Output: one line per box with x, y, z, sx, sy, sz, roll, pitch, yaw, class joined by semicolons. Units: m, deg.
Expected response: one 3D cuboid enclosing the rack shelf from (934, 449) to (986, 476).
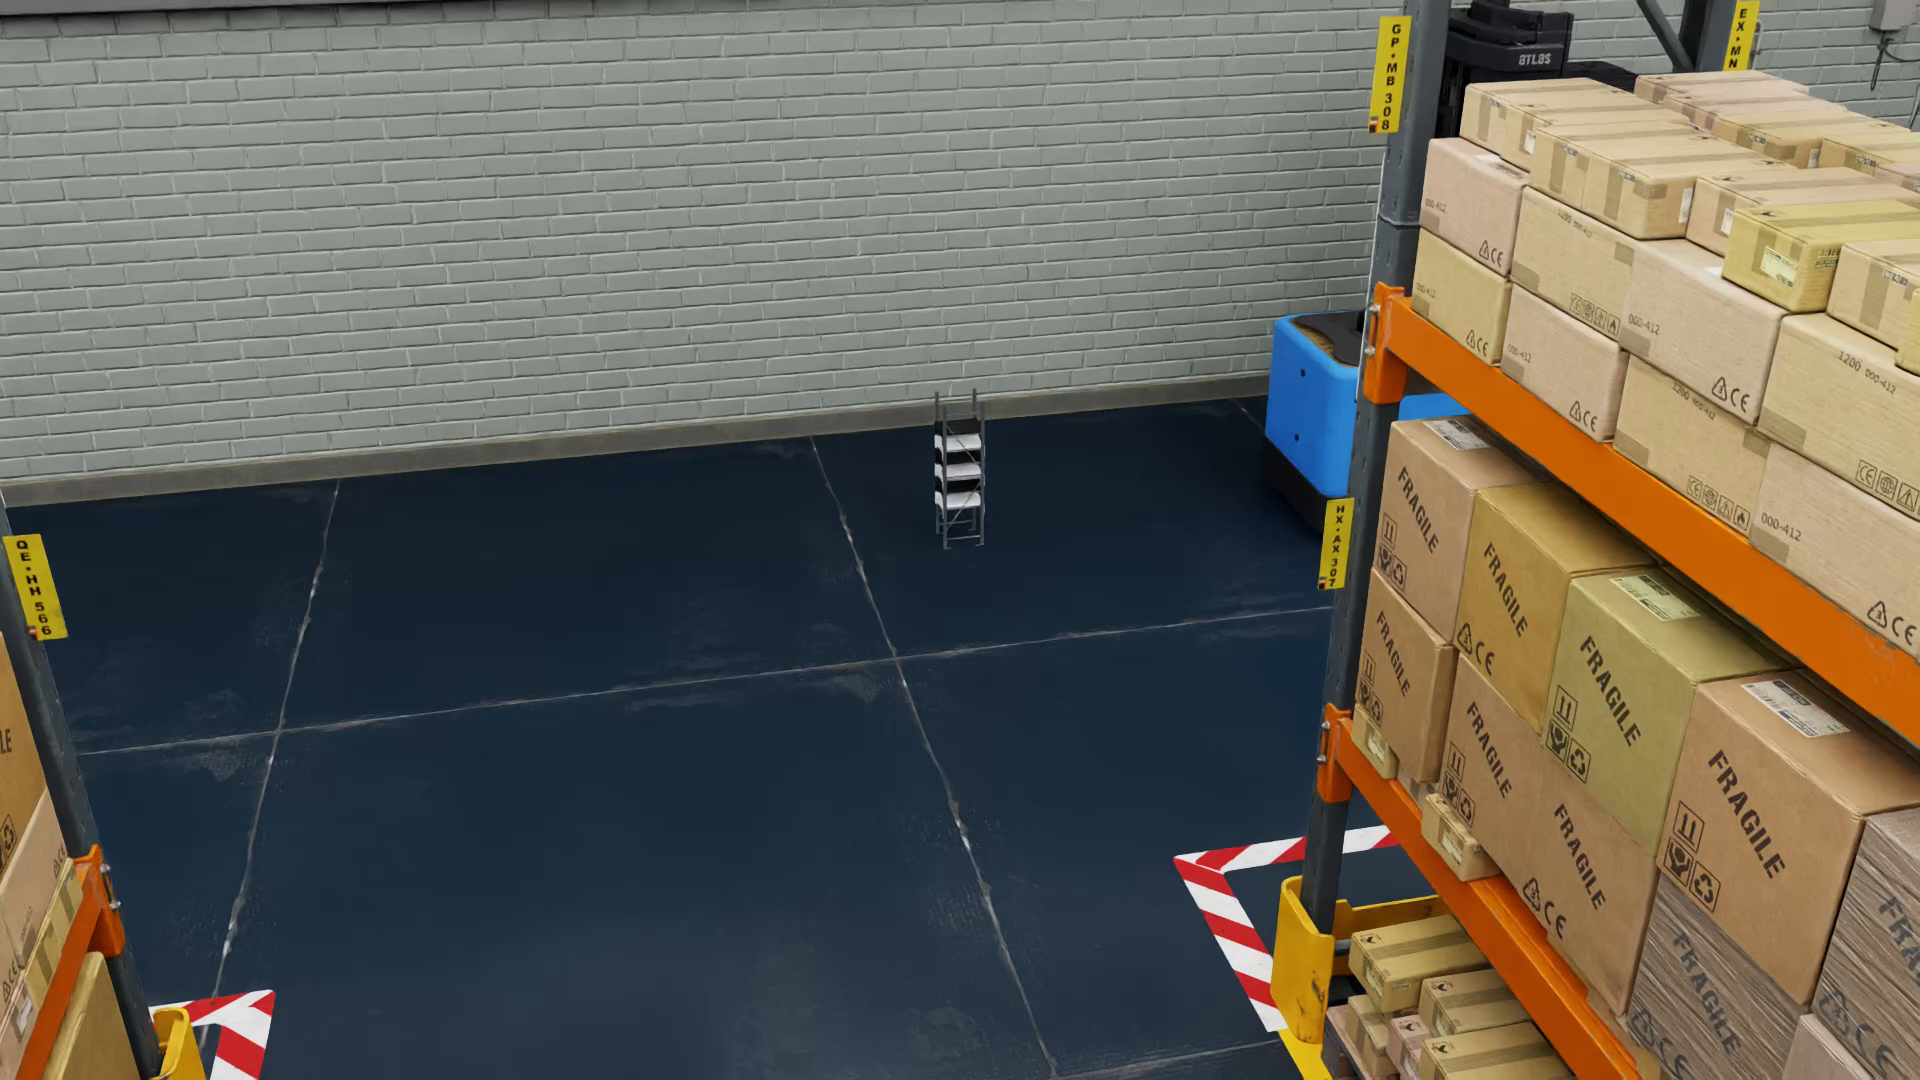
-0.002;-0.456;9.529;0.258;0.077;0.200;-6;27;-12;rack shelf

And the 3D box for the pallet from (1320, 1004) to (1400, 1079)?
1.925;1.984;5.584;1.003;0.211;1.213;-6;27;-12;pallet

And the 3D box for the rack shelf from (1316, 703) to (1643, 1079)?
2.210;1.545;4.158;1.077;0.370;4.000;-6;27;-12;rack shelf

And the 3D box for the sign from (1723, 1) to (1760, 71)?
2.305;-1.436;4.955;0.100;0.325;0.005;-6;27;-12;sign

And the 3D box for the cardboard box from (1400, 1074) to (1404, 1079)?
1.704;1.800;5.552;0.380;0.149;0.250;-6;27;-12;cardboard box

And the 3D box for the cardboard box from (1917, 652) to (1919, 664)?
2.071;0.198;2.865;0.500;0.250;0.500;-6;27;-12;cardboard box

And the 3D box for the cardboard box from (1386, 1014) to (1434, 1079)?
1.634;1.680;5.460;0.380;0.149;0.250;-6;27;-12;cardboard box

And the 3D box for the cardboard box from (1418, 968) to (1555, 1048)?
1.726;1.539;5.410;0.380;0.149;0.250;-5;27;-11;cardboard box

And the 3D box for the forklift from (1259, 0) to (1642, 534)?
3.457;-1.634;9.734;3.031;2.935;1.130;-5;27;-11;forklift

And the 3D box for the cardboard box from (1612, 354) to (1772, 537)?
1.855;-0.247;3.747;0.500;0.250;0.500;-7;28;-13;cardboard box

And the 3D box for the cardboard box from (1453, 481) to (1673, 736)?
1.722;0.167;4.539;0.500;0.500;0.500;-5;27;-10;cardboard box

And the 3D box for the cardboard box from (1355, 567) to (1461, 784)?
1.591;0.394;5.200;0.500;0.500;0.500;-5;27;-9;cardboard box

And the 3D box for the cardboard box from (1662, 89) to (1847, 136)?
2.102;-1.095;4.431;0.380;0.149;0.250;-6;27;-11;cardboard box

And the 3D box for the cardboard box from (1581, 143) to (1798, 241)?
1.695;-0.815;3.876;0.380;0.149;0.250;-6;27;-11;cardboard box

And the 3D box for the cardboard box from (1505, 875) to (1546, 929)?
1.811;0.965;4.789;0.380;0.149;0.250;-5;27;-9;cardboard box

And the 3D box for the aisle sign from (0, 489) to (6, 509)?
-2.820;-0.417;4.363;0.394;0.787;0.004;-6;27;-12;aisle sign

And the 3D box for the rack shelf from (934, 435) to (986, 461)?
-0.002;-0.536;9.488;0.258;0.077;0.200;-6;27;-12;rack shelf

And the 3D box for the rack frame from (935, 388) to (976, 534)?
-0.025;-0.450;9.643;0.240;0.900;0.006;-6;27;-12;rack frame

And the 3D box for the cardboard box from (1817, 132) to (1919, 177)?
2.304;-0.875;3.996;0.380;0.149;0.250;-6;27;-11;cardboard box

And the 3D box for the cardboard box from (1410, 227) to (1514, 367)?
1.612;-0.703;4.652;0.500;0.250;0.500;-5;27;-10;cardboard box

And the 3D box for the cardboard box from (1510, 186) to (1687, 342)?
1.724;-0.701;4.093;0.500;0.250;0.500;-6;27;-12;cardboard box

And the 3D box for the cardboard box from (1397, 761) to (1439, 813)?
1.611;0.741;5.232;0.380;0.149;0.250;-5;27;-10;cardboard box

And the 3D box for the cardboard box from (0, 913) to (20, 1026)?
-2.614;1.148;3.983;0.500;0.250;0.500;-6;27;-12;cardboard box

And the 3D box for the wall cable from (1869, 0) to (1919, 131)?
6.645;-3.277;11.786;0.588;1.984;0.122;-6;27;-12;wall cable

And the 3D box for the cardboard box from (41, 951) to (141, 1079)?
-2.874;1.839;4.669;0.875;0.875;0.875;-6;27;-12;cardboard box

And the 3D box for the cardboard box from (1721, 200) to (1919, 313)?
1.822;-0.587;3.425;0.380;0.149;0.250;-5;27;-10;cardboard box

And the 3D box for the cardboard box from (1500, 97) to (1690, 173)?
1.651;-1.048;4.338;0.380;0.149;0.250;-5;27;-10;cardboard box

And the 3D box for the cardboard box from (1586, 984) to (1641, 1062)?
1.876;1.197;4.328;0.380;0.149;0.250;-6;27;-13;cardboard box

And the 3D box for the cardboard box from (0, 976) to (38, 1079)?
-2.579;1.265;4.193;0.380;0.149;0.250;-6;27;-11;cardboard box

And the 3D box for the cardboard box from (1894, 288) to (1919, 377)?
1.930;-0.355;2.965;0.380;0.149;0.250;-6;27;-12;cardboard box

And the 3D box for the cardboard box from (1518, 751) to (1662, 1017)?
1.835;0.842;4.311;0.500;0.500;0.500;-6;27;-11;cardboard box

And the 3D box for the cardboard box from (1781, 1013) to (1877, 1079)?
2.050;1.294;3.416;0.500;0.500;0.500;-6;27;-12;cardboard box

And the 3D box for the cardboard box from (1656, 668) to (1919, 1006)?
1.936;0.621;3.640;0.500;0.500;0.500;-7;28;-13;cardboard box

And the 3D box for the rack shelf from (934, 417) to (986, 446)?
-0.002;-0.617;9.448;0.258;0.077;0.200;-6;27;-12;rack shelf

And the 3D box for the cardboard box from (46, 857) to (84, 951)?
-2.695;1.040;4.639;0.380;0.149;0.250;-5;27;-11;cardboard box

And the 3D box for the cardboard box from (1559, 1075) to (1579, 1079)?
1.794;1.763;4.966;0.380;0.149;0.250;-7;28;-14;cardboard box

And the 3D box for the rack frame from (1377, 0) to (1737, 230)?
1.759;-2.332;4.384;1.000;3.000;0.127;-6;27;-12;rack frame

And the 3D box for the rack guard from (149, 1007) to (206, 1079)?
-3.101;1.911;5.410;1.175;0.500;0.348;-6;27;-12;rack guard

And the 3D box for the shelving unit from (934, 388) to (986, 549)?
-0.002;-0.405;9.554;0.258;0.900;0.210;-6;27;-12;shelving unit

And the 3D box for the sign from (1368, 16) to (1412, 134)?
1.231;-1.328;4.754;0.100;0.325;0.005;-6;27;-12;sign

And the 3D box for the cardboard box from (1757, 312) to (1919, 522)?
1.942;-0.256;3.212;0.500;0.250;0.500;-7;28;-14;cardboard box
